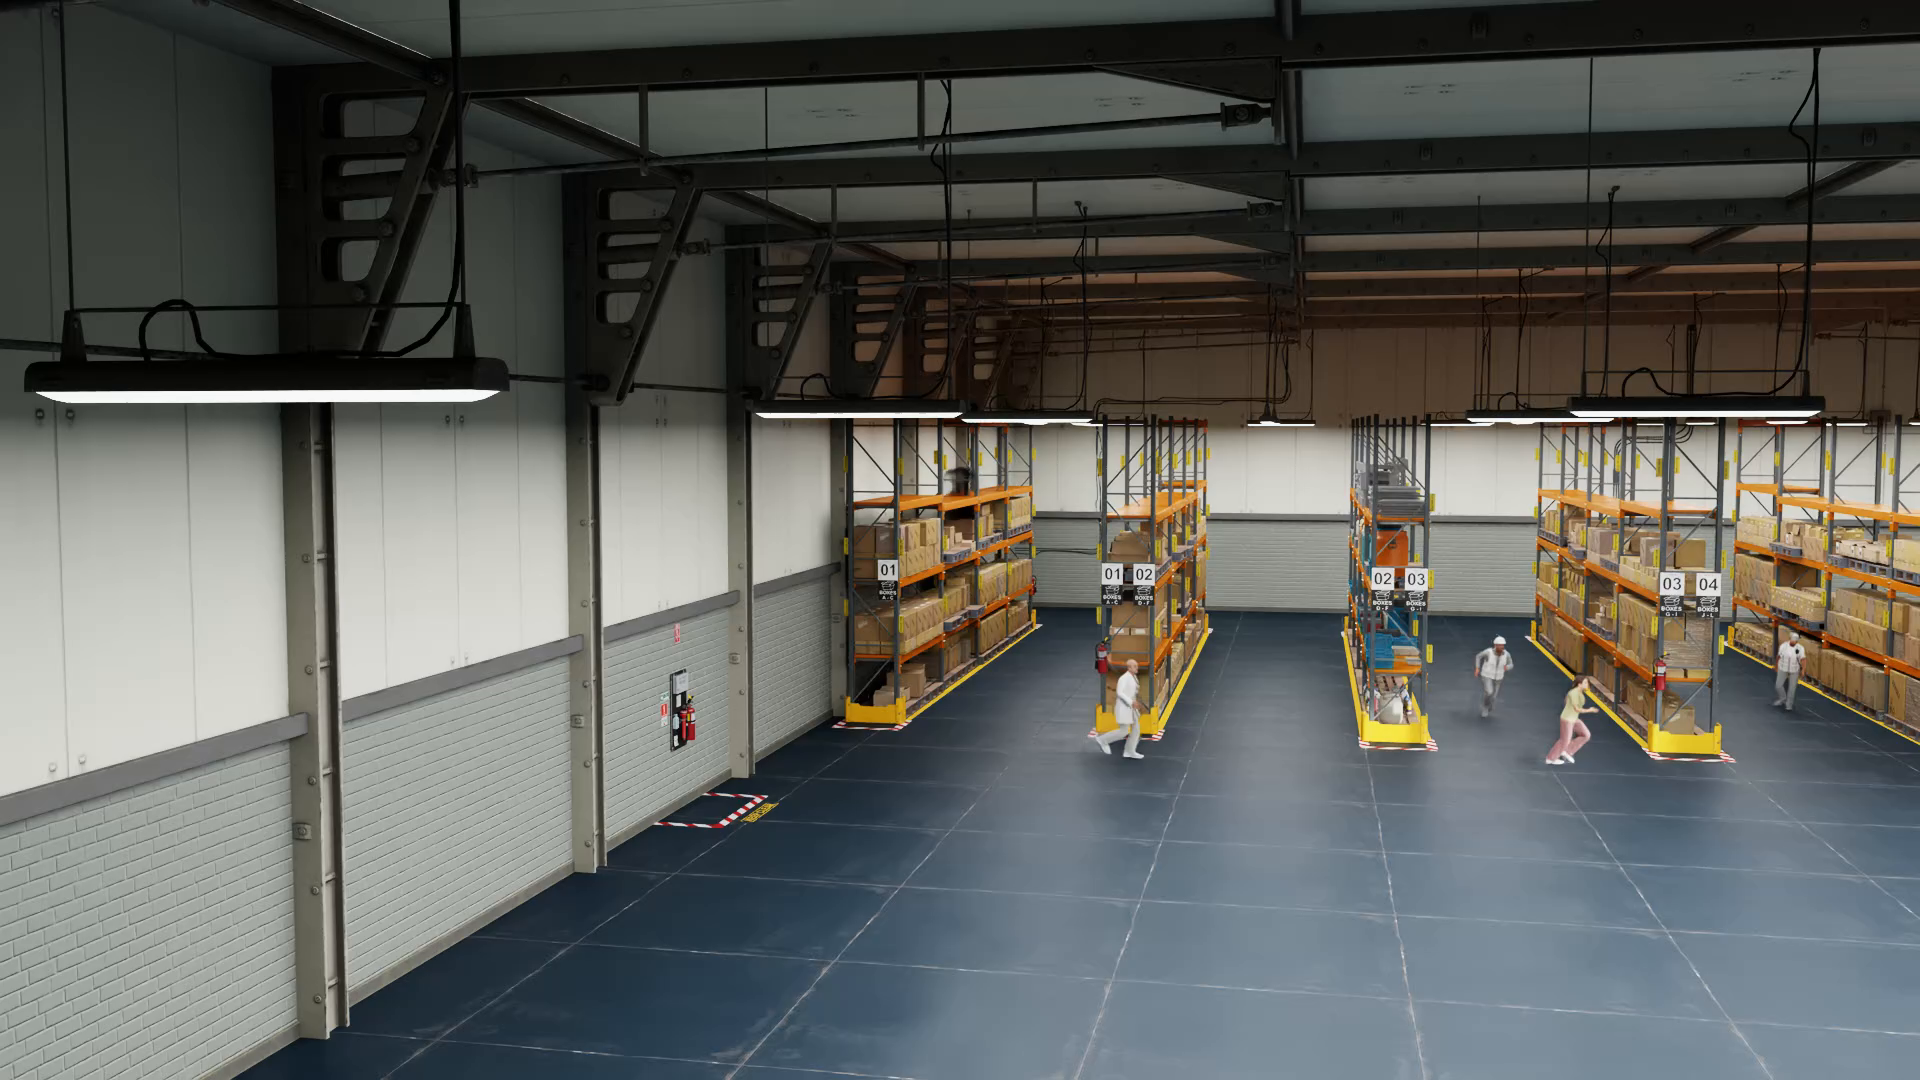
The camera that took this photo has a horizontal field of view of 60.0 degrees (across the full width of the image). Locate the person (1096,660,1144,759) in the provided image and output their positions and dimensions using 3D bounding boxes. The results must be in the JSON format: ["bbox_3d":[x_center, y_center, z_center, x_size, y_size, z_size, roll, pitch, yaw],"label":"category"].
[{"bbox_3d":[2.802,2.933,28.970,0.850,1.732,0.714,2,4,28],"label":"person"}]

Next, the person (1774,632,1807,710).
[{"bbox_3d":[16.885,2.666,33.840,0.625,1.616,0.592,2,4,30],"label":"person"}]

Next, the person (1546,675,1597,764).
[{"bbox_3d":[10.400,3.051,28.218,0.847,1.561,0.580,3,5,34],"label":"person"}]

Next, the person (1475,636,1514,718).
[{"bbox_3d":[10.585,2.702,33.002,0.660,1.632,0.919,0,4,-6],"label":"person"}]
